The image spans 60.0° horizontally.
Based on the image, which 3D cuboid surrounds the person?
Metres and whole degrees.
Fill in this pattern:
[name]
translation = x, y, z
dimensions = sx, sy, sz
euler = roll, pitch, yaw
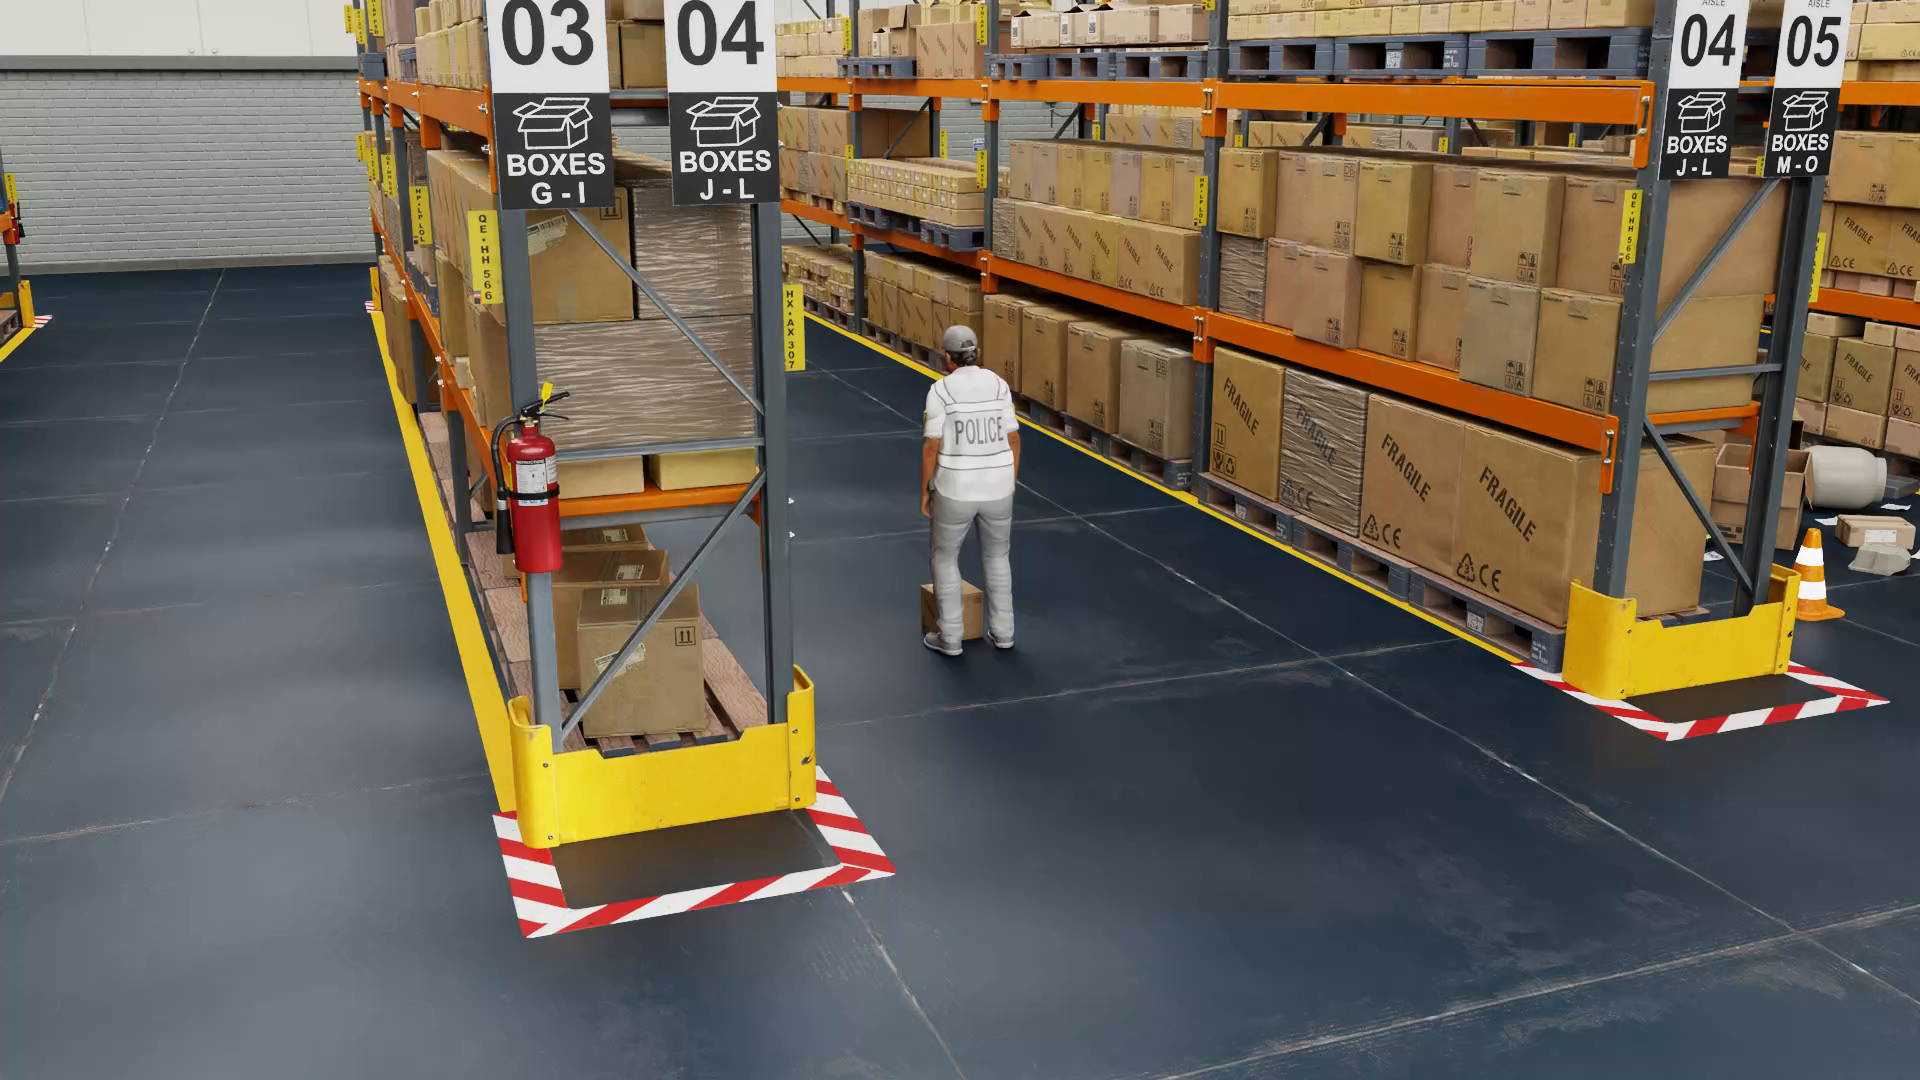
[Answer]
[person]
translation = 0.046, -0.249, 8.401
dimensions = 0.537, 1.665, 0.470
euler = -6, 17, -20
